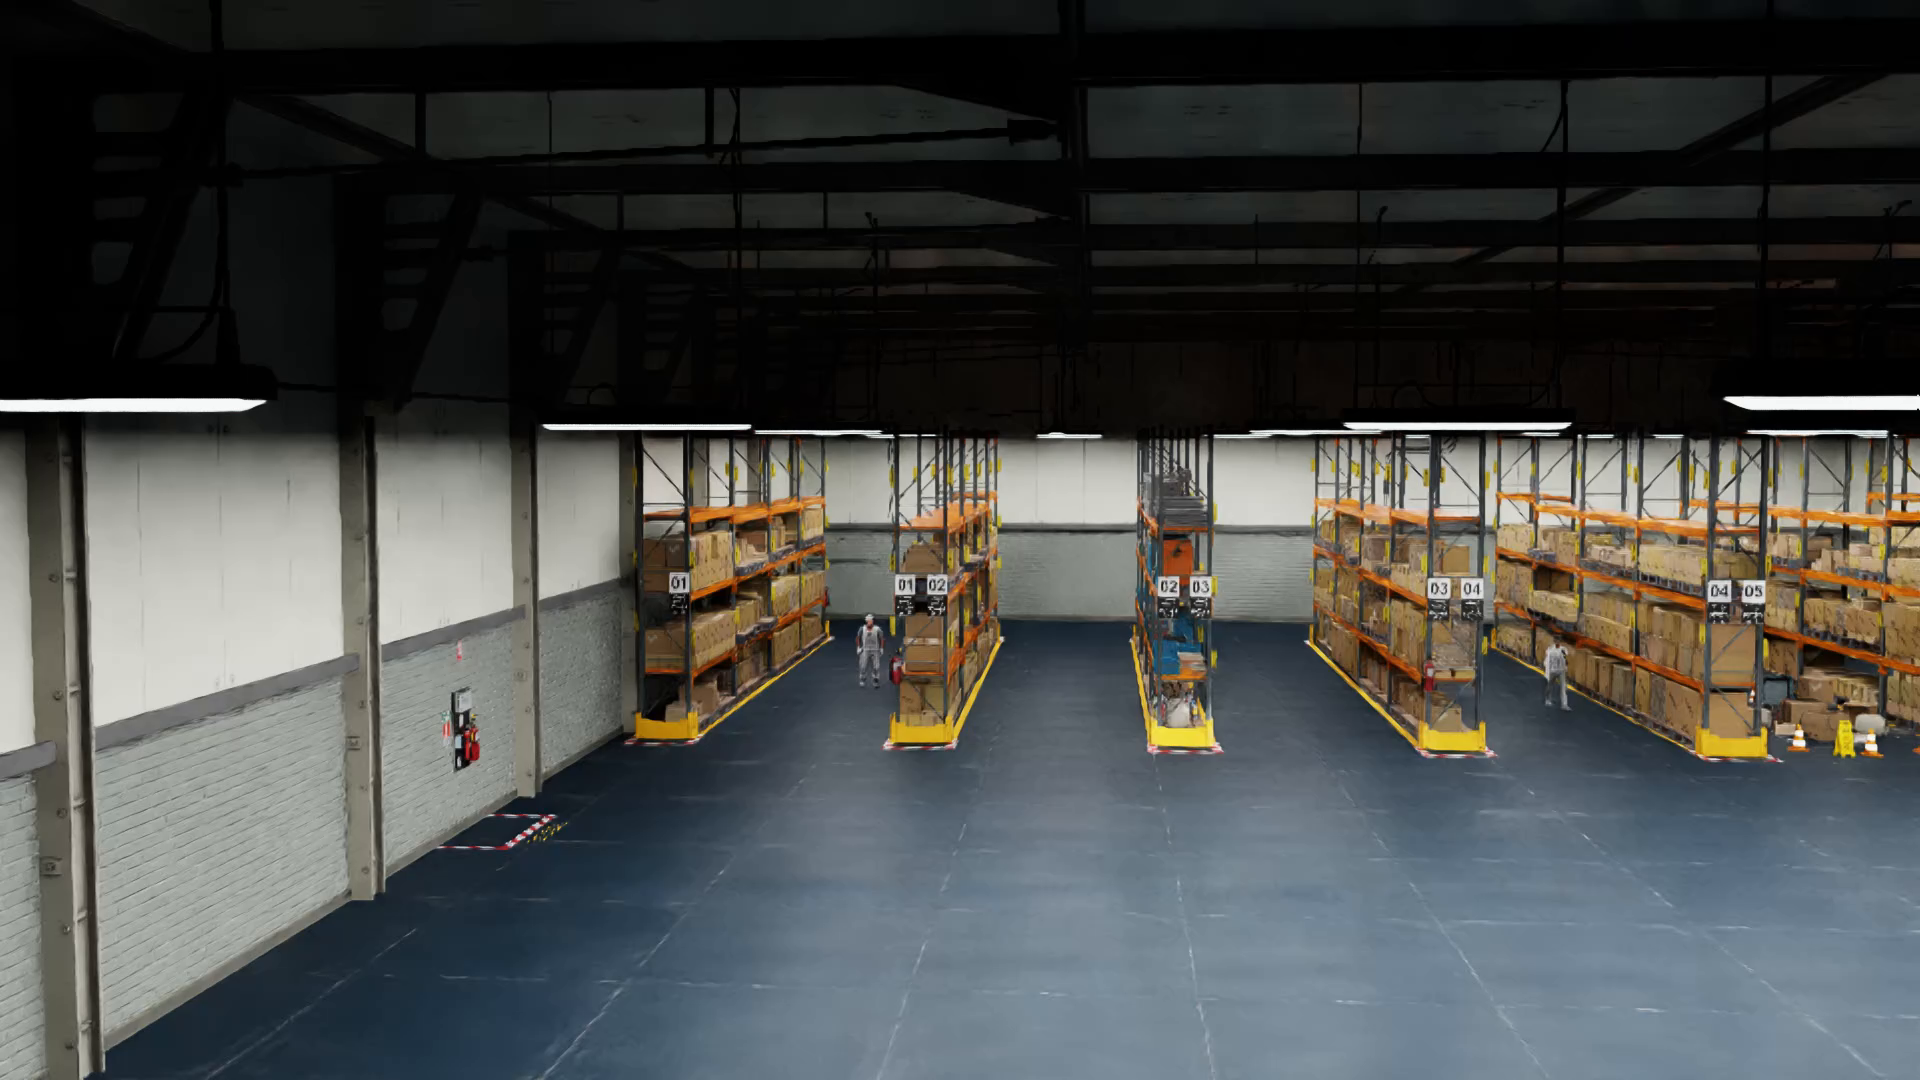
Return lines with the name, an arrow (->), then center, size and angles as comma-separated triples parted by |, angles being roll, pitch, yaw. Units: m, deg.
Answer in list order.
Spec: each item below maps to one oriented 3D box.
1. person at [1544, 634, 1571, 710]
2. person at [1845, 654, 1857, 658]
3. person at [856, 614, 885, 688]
person -> 12.690, 2.781, 35.402 | 0.495, 1.589, 1.086 | 0, 3, 7
person -> 23.365, 2.309, 43.781 | 0.528, 1.553, 0.586 | 1, 3, 11
person -> -2.071, 2.560, 38.286 | 0.677, 1.742, 0.552 | 0, 3, 3
